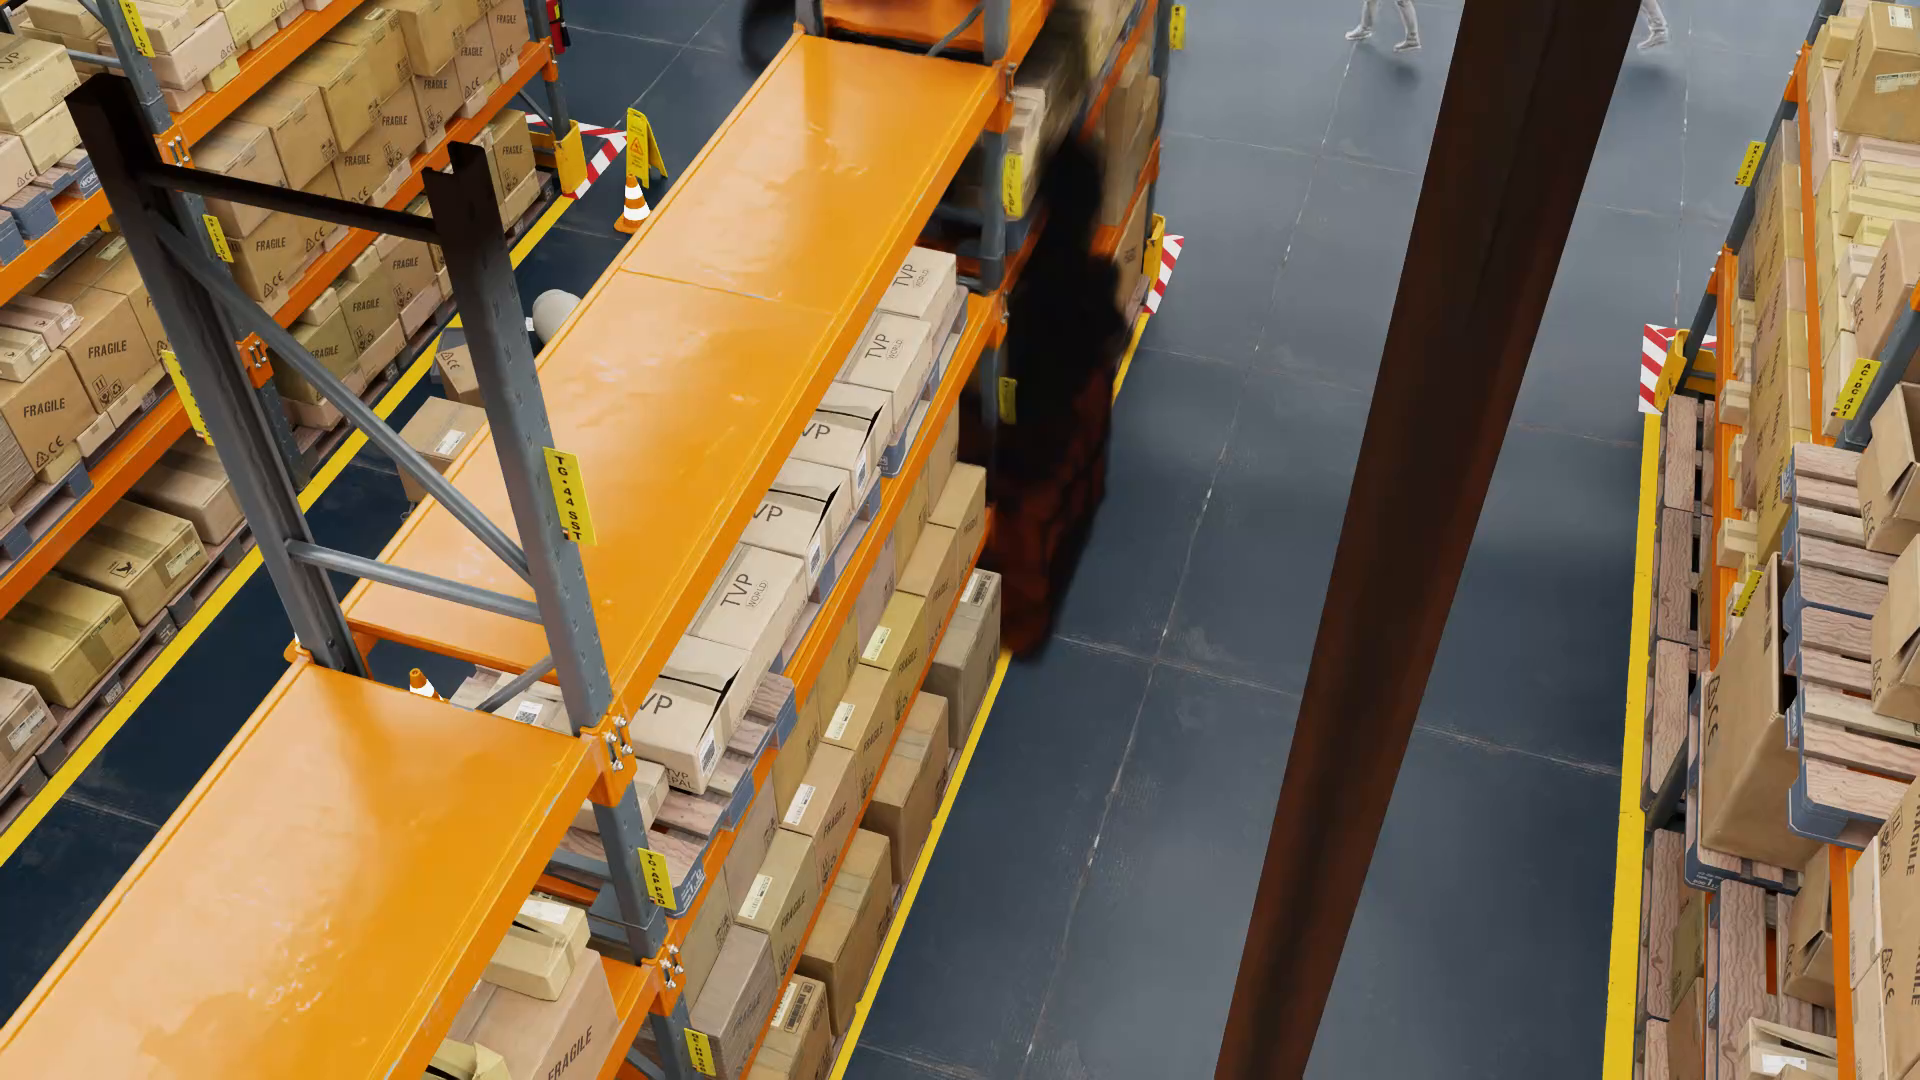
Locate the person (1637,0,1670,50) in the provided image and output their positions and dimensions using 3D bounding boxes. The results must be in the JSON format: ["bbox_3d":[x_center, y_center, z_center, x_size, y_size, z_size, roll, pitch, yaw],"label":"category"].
[{"bbox_3d":[6.134,-5.267,14.997,0.978,1.787,0.682,34,55,29],"label":"person"}]

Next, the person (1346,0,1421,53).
[{"bbox_3d":[3.961,-5.205,15.017,0.600,1.725,0.784,-27,52,-24],"label":"person"}]
